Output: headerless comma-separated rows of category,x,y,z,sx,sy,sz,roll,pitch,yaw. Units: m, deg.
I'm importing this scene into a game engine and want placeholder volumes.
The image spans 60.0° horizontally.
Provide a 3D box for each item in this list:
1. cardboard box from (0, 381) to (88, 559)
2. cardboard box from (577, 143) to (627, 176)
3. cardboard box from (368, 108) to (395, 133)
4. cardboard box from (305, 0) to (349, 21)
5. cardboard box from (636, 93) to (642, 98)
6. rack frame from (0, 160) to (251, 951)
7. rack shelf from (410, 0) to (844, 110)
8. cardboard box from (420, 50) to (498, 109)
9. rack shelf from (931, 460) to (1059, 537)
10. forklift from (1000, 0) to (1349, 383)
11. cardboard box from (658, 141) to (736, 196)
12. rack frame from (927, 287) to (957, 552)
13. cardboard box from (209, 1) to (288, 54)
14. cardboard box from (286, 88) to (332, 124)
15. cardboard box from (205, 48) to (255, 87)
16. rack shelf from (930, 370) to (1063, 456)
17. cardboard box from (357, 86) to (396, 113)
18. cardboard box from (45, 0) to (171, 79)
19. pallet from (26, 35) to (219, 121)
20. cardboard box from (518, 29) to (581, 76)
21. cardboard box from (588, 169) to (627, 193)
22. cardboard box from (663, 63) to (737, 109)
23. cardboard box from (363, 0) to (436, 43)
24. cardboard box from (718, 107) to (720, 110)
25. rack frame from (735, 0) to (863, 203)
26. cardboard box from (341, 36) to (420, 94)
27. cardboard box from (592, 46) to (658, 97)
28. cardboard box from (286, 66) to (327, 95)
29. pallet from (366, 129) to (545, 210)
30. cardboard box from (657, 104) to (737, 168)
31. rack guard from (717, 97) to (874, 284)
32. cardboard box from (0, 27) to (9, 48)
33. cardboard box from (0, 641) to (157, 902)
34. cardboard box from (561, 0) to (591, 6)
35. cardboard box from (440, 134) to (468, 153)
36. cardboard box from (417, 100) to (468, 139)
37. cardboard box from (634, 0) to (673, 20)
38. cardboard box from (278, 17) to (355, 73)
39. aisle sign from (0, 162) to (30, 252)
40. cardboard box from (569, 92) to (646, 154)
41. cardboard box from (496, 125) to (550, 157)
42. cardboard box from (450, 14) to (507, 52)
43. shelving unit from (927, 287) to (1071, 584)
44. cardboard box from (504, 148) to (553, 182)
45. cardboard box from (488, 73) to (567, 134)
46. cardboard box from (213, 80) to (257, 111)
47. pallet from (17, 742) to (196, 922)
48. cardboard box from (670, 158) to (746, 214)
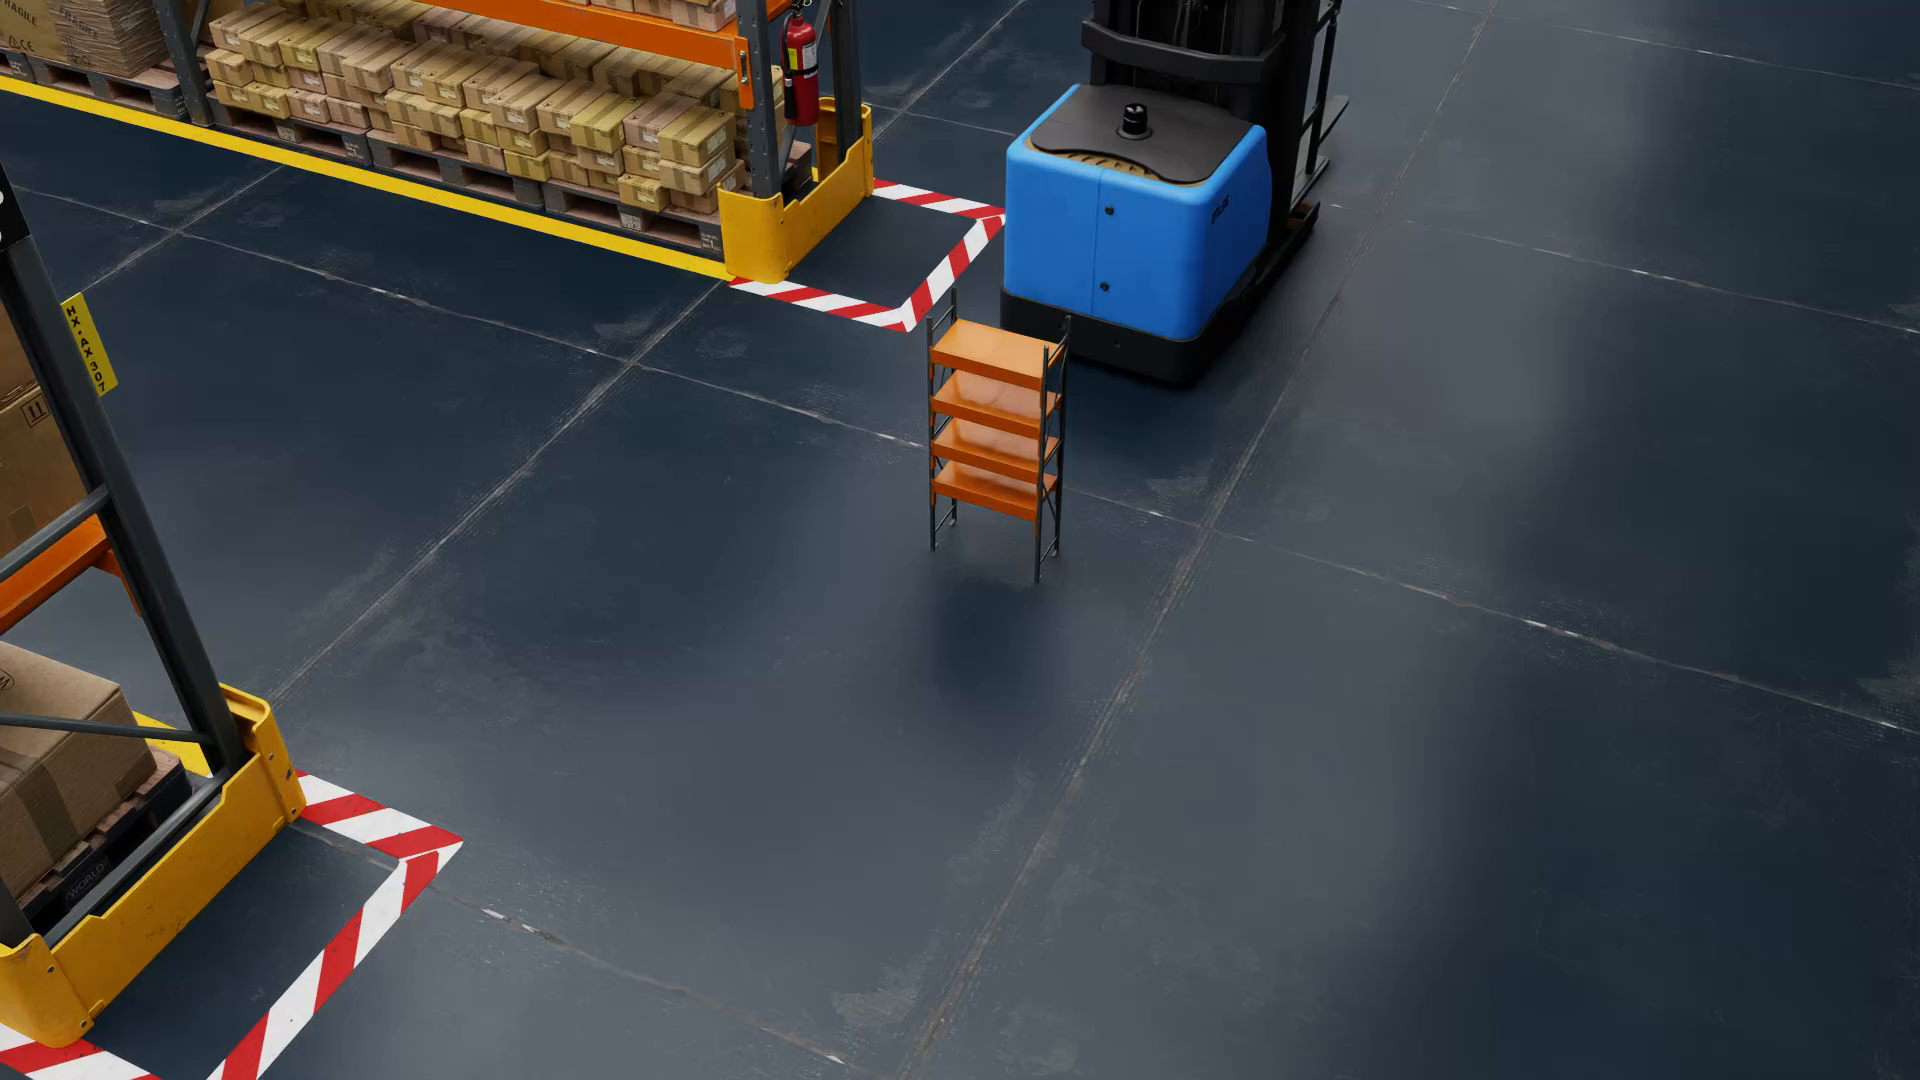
cardboard box,-3.123,-0.222,5.140,0.500,0.500,0.500,17,44,18
cardboard box,-1.879,-2.161,9.081,0.250,0.149,0.380,15,43,17
cardboard box,-3.241,-2.539,9.745,0.250,0.149,0.380,15,43,17
cardboard box,-3.752,-3.270,10.134,0.250,0.149,0.380,18,44,19
cardboard box,-1.844,-2.598,9.587,0.250,0.149,0.380,18,44,20
rack frame,-2.809,0.119,4.823,0.127,3.000,1.000,17,44,19
rack shelf,-2.621,-3.129,9.119,4.000,0.370,1.077,17,44,19
cardboard box,-2.803,-2.595,9.355,0.250,0.149,0.380,17,44,19
rack shelf,0.150,-0.207,6.978,0.480,0.148,0.258,17,44,19
forklift,1.333,-2.824,8.270,1.130,2.935,3.031,19,44,21
cardboard box,-1.407,-2.018,8.917,0.250,0.149,0.380,16,43,18
rack frame,-0.071,-0.475,6.882,0.015,1.200,0.240,17,44,19
cardboard box,-4.208,-3.043,9.872,0.250,0.149,0.380,19,44,20
cardboard box,-3.750,-2.633,9.854,0.250,0.149,0.380,17,44,18
cardboard box,-4.240,-2.858,9.886,0.250,0.149,0.380,19,44,21
rack shelf,0.150,-0.526,6.702,0.480,0.148,0.258,17,44,19
cardboard box,-3.254,-2.629,9.622,0.250,0.149,0.380,19,44,21
cardboard box,-5.210,-3.224,10.268,0.500,0.500,0.500,16,43,18
pallet,-5.139,-3.116,10.684,1.213,0.211,1.003,17,44,19
cardboard box,-2.340,-2.853,9.653,0.250,0.149,0.380,18,44,19
cardboard box,-1.852,-2.086,9.222,0.250,0.149,0.380,17,44,18
cardboard box,-1.440,-2.505,9.252,0.250,0.149,0.380,18,44,19
cardboard box,-3.321,-3.087,9.923,0.250,0.149,0.380,18,44,20
cardboard box,-1.399,-2.448,9.413,0.250,0.149,0.380,17,44,18
rack frame,-0.808,-2.847,8.245,0.127,3.000,1.000,17,44,19
cardboard box,-3.292,-2.713,9.491,0.250,0.149,0.380,18,44,20
cardboard box,-1.874,-2.670,9.442,0.250,0.149,0.380,15,43,17
cardboard box,-3.736,-2.795,9.814,0.250,0.149,0.380,17,44,18
pallet,-2.700,-2.399,9.857,1.213,0.211,1.003,17,44,19
cardboard box,-1.395,-2.150,8.842,0.250,0.149,0.380,17,44,19
rack guard,-0.877,-1.924,9.088,0.348,0.500,1.175,17,44,19
cardboard box,-6.138,-3.511,10.599,0.500,0.500,0.500,16,43,18
cardboard box,-3.450,0.805,5.667,0.875,0.438,0.875,16,43,17
cardboard box,-1.907,-2.883,8.478,0.250,0.149,0.380,18,44,20
cardboard box,-2.776,-2.382,9.564,0.250,0.149,0.380,18,44,20
cardboard box,-2.839,-2.438,9.402,0.250,0.149,0.380,17,44,19
cardboard box,-1.433,-2.766,8.343,0.250,0.149,0.380,17,44,19
cardboard box,-3.734,-2.890,9.696,0.250,0.149,0.380,16,44,18
aisle sign,-2.622,-1.016,4.147,0.004,0.787,0.394,17,44,19
cardboard box,-1.887,-2.249,8.957,0.250,0.149,0.380,16,43,18
cardboard box,-2.353,-2.296,9.238,0.250,0.149,0.380,18,44,19
cardboard box,-2.787,-2.999,9.822,0.250,0.149,0.380,16,43,17
shelving unit,0.150,-0.408,6.804,0.503,1.200,0.258,17,44,19
cardboard box,-2.339,-2.180,9.331,0.250,0.149,0.380,15,43,17
cardboard box,-2.362,-2.400,9.131,0.250,0.149,0.380,19,44,20
cardboard box,-4.239,-2.745,9.982,0.250,0.149,0.380,15,43,17
pallet,-3.567,0.998,5.938,1.213,0.211,1.003,17,44,19
cardboard box,-1.373,-1.950,9.066,0.250,0.149,0.380,18,44,19
